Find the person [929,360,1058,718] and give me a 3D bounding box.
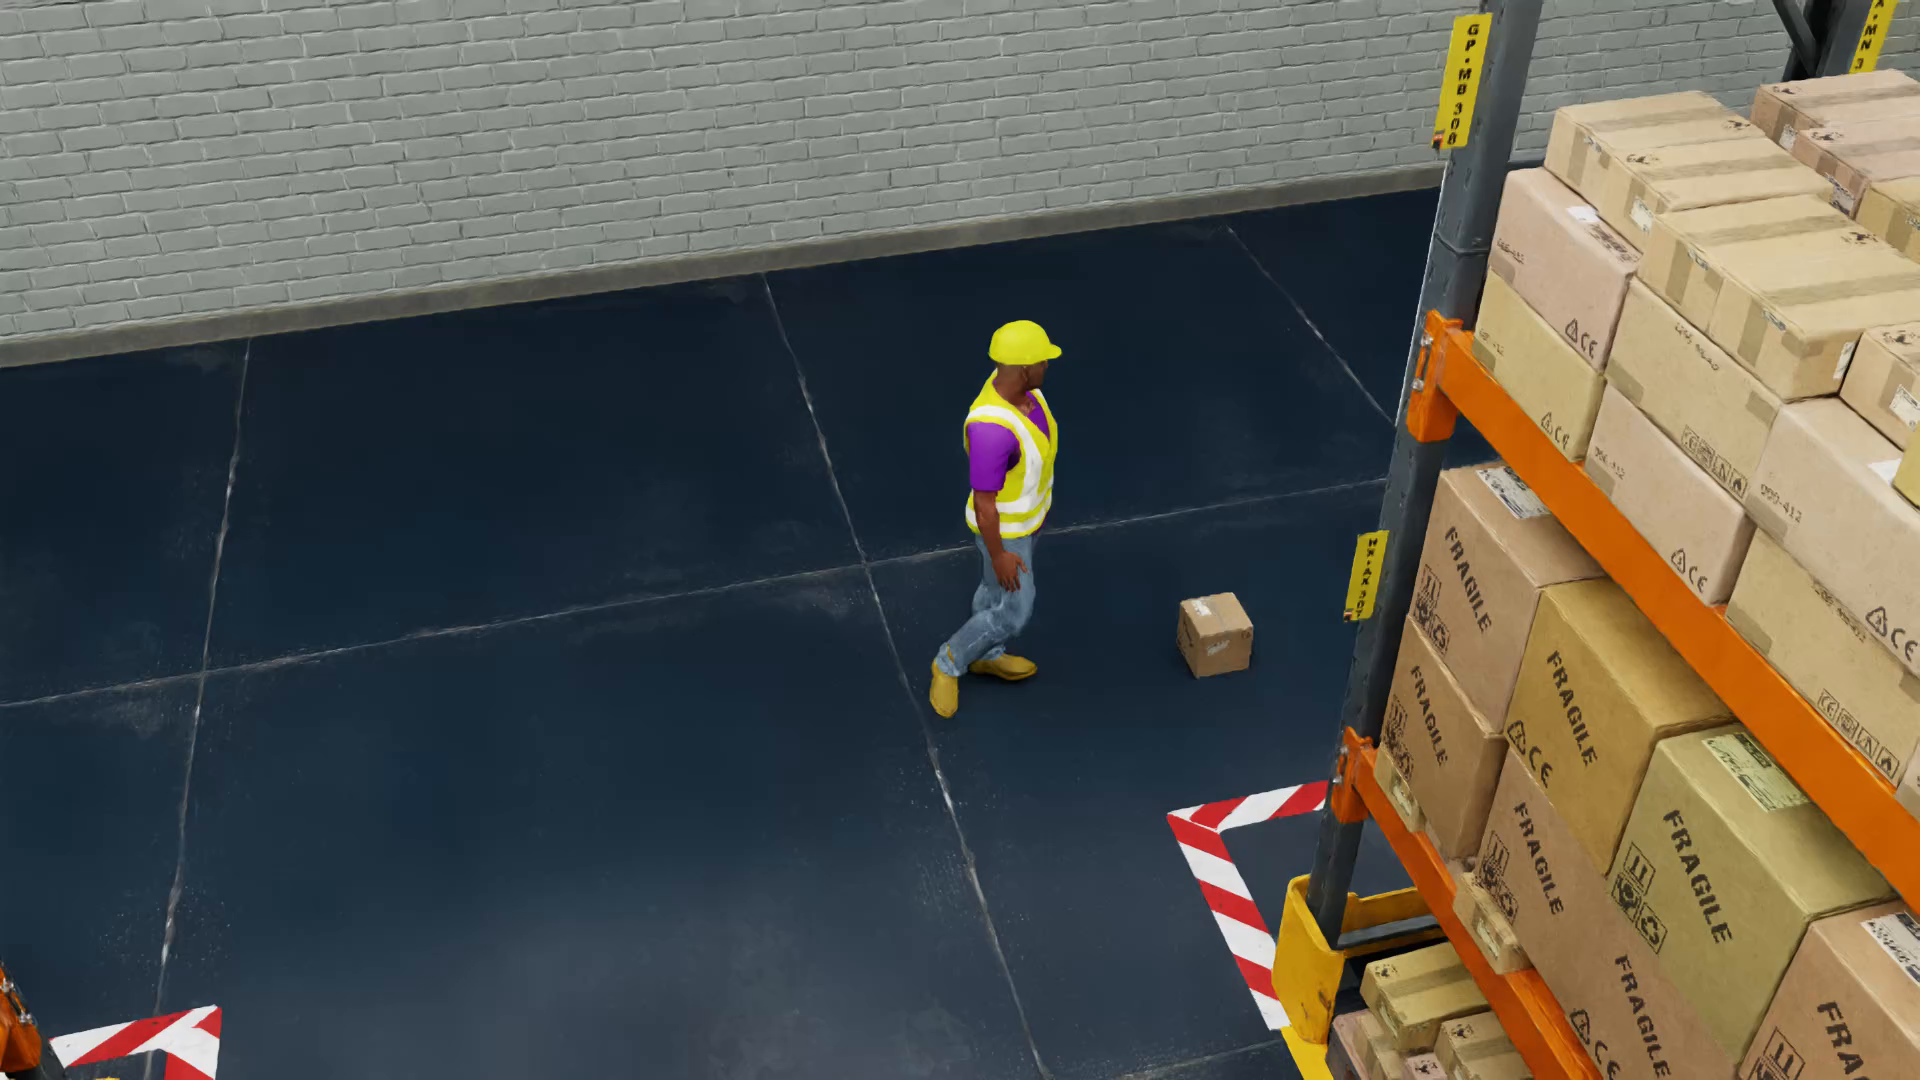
[{"bbox_3d":[0.131,-0.069,6.784,0.448,1.723,0.729,12,40,15],"label":"person"}]
